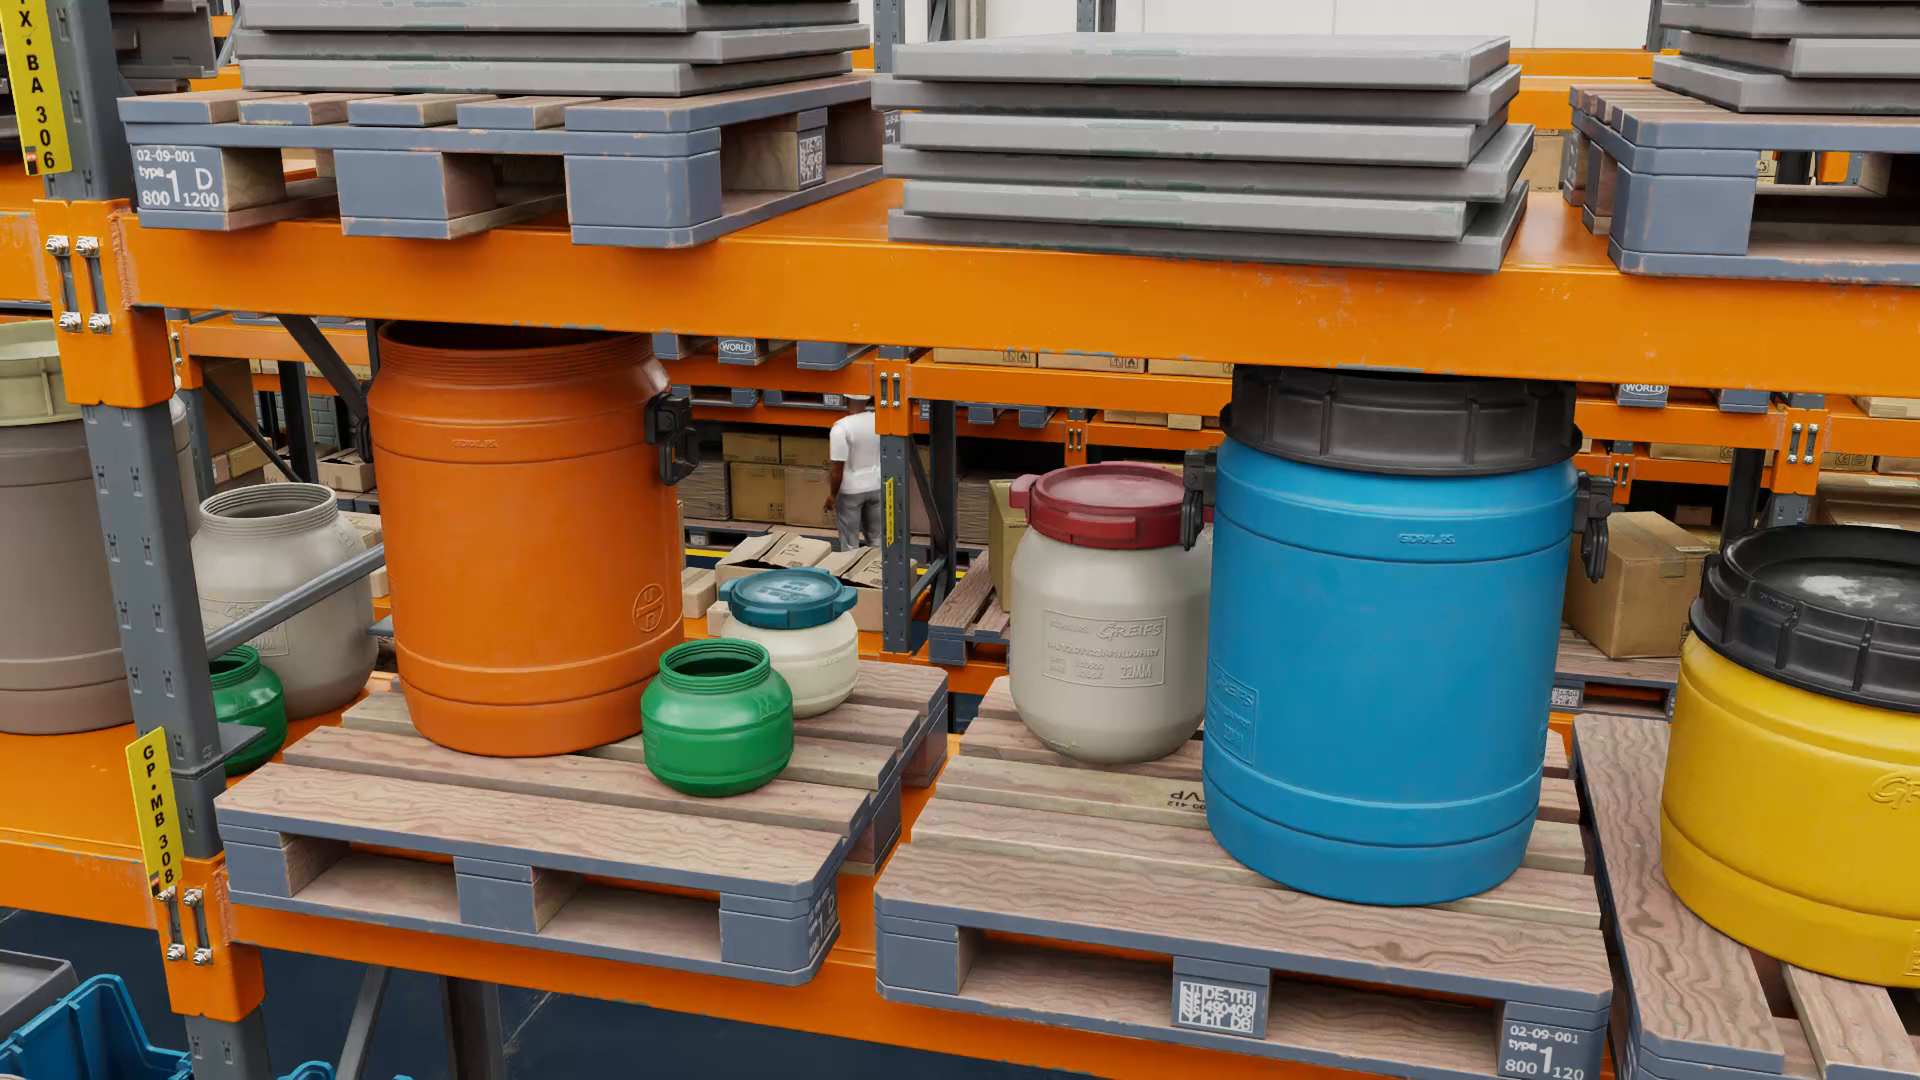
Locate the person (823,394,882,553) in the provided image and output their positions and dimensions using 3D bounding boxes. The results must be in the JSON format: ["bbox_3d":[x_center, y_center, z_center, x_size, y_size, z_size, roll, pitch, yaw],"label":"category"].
[{"bbox_3d":[-0.786,-0.387,12.695,0.554,1.770,0.394,-13,22,-34],"label":"person"}]
